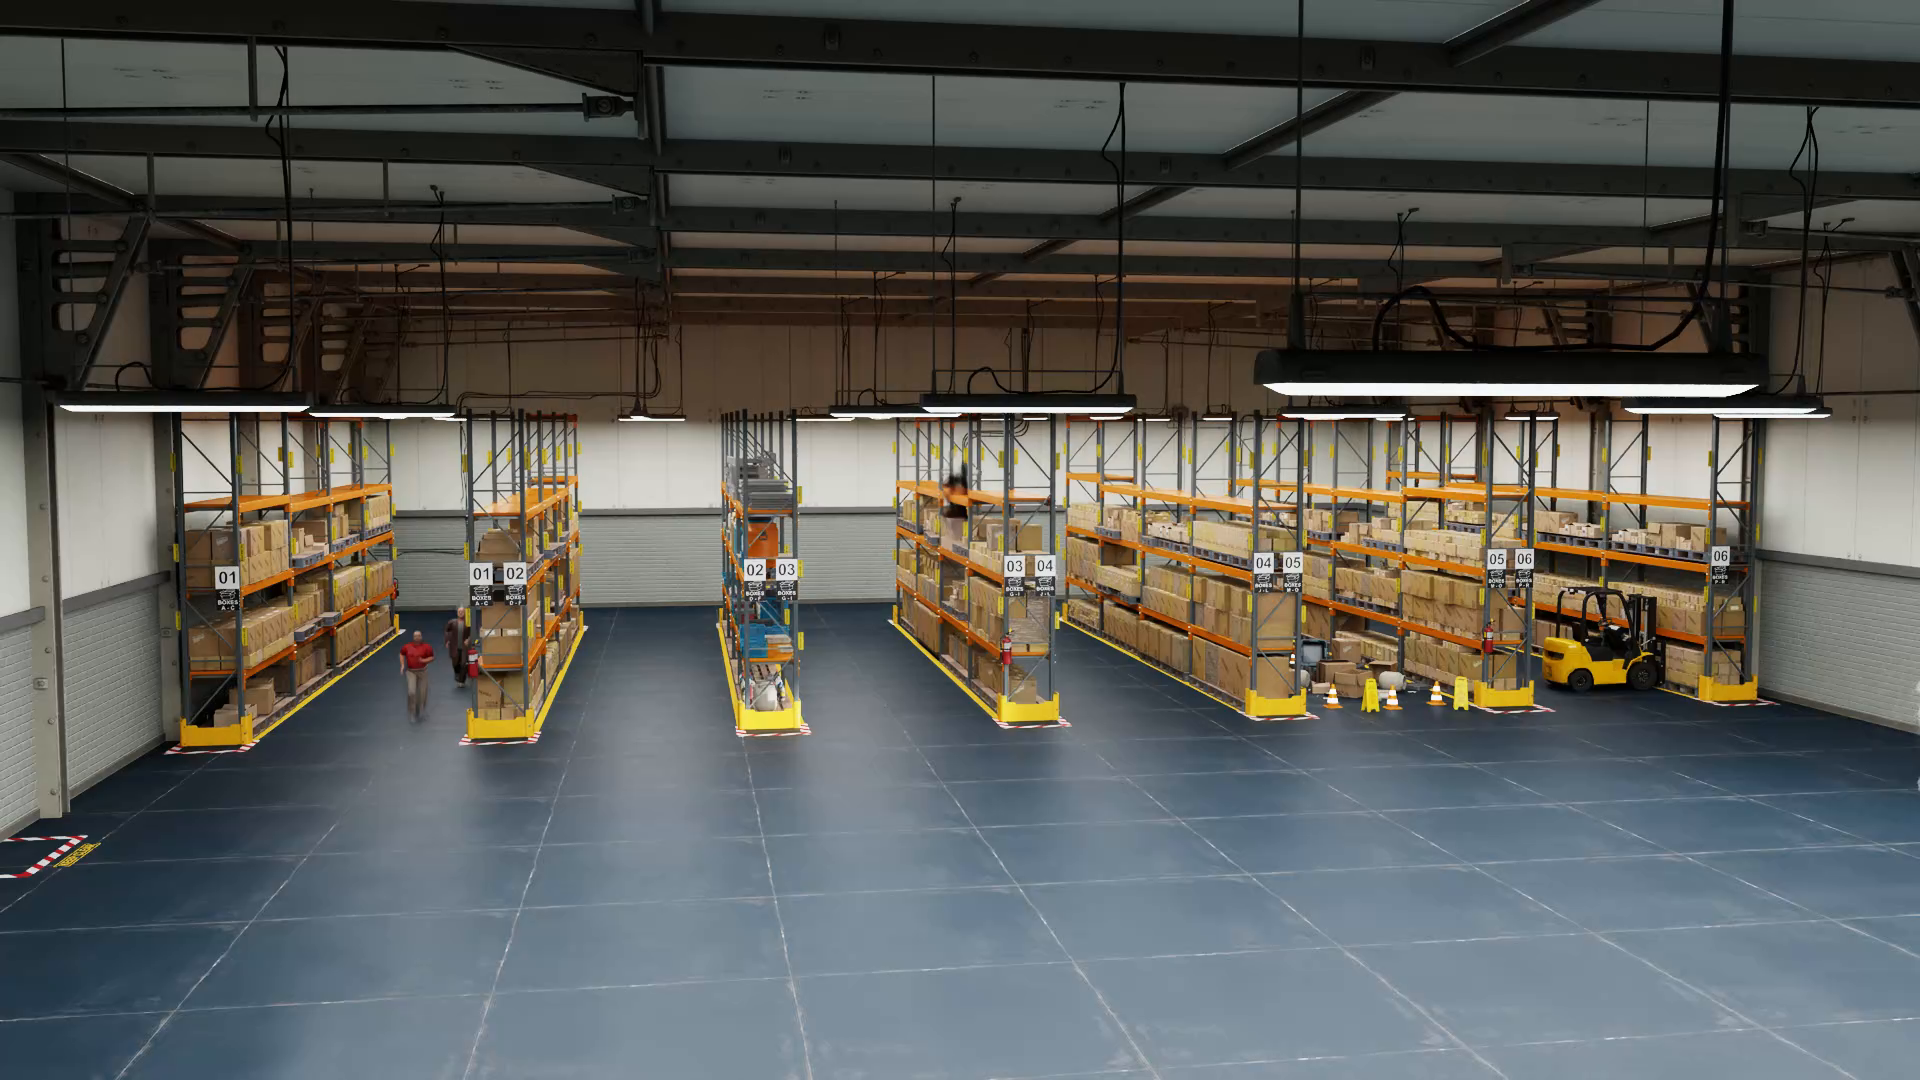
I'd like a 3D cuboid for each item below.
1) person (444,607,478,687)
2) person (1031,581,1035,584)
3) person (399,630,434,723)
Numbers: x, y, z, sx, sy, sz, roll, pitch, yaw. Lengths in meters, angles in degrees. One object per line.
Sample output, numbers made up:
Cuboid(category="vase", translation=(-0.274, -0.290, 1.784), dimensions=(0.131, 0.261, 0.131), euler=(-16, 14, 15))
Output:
Cuboid(category="person", translation=(-10.866, 2.332, 36.229), dimensions=(0.729, 1.721, 0.671), euler=(-1, 4, -15))
Cuboid(category="person", translation=(2.065, 1.650, 46.798), dimensions=(0.640, 1.677, 0.928), euler=(-1, 4, -11))
Cuboid(category="person", translation=(-10.467, 2.637, 32.079), dimensions=(0.631, 1.798, 0.768), euler=(-1, 4, -21))
